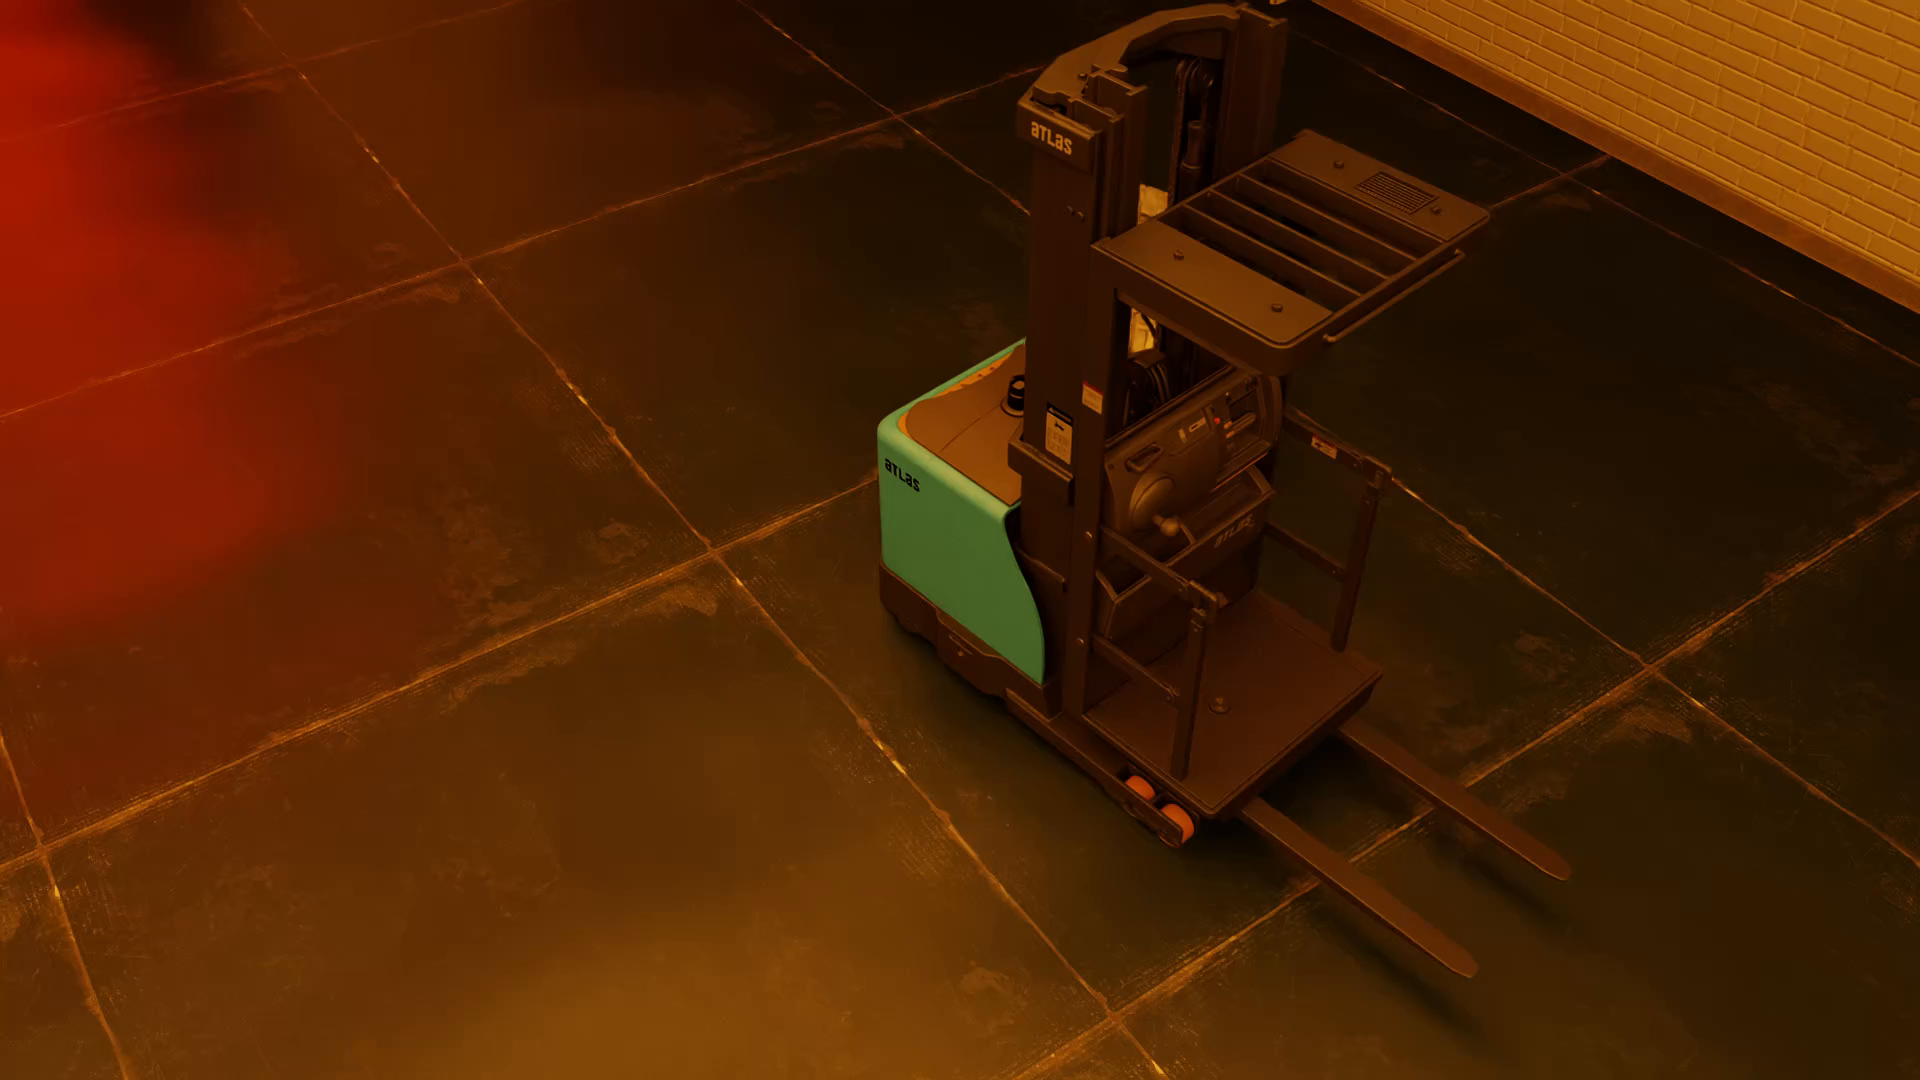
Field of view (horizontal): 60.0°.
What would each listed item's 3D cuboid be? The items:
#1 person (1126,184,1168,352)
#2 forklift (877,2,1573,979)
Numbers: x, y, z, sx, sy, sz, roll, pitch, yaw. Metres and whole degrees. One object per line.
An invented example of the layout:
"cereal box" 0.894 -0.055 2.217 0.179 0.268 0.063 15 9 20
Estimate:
"person" 0.795 -0.870 7.615 0.693 1.640 0.436 33 52 31
"forklift" 1.014 -0.268 6.007 1.130 2.935 3.031 -32 52 -30
